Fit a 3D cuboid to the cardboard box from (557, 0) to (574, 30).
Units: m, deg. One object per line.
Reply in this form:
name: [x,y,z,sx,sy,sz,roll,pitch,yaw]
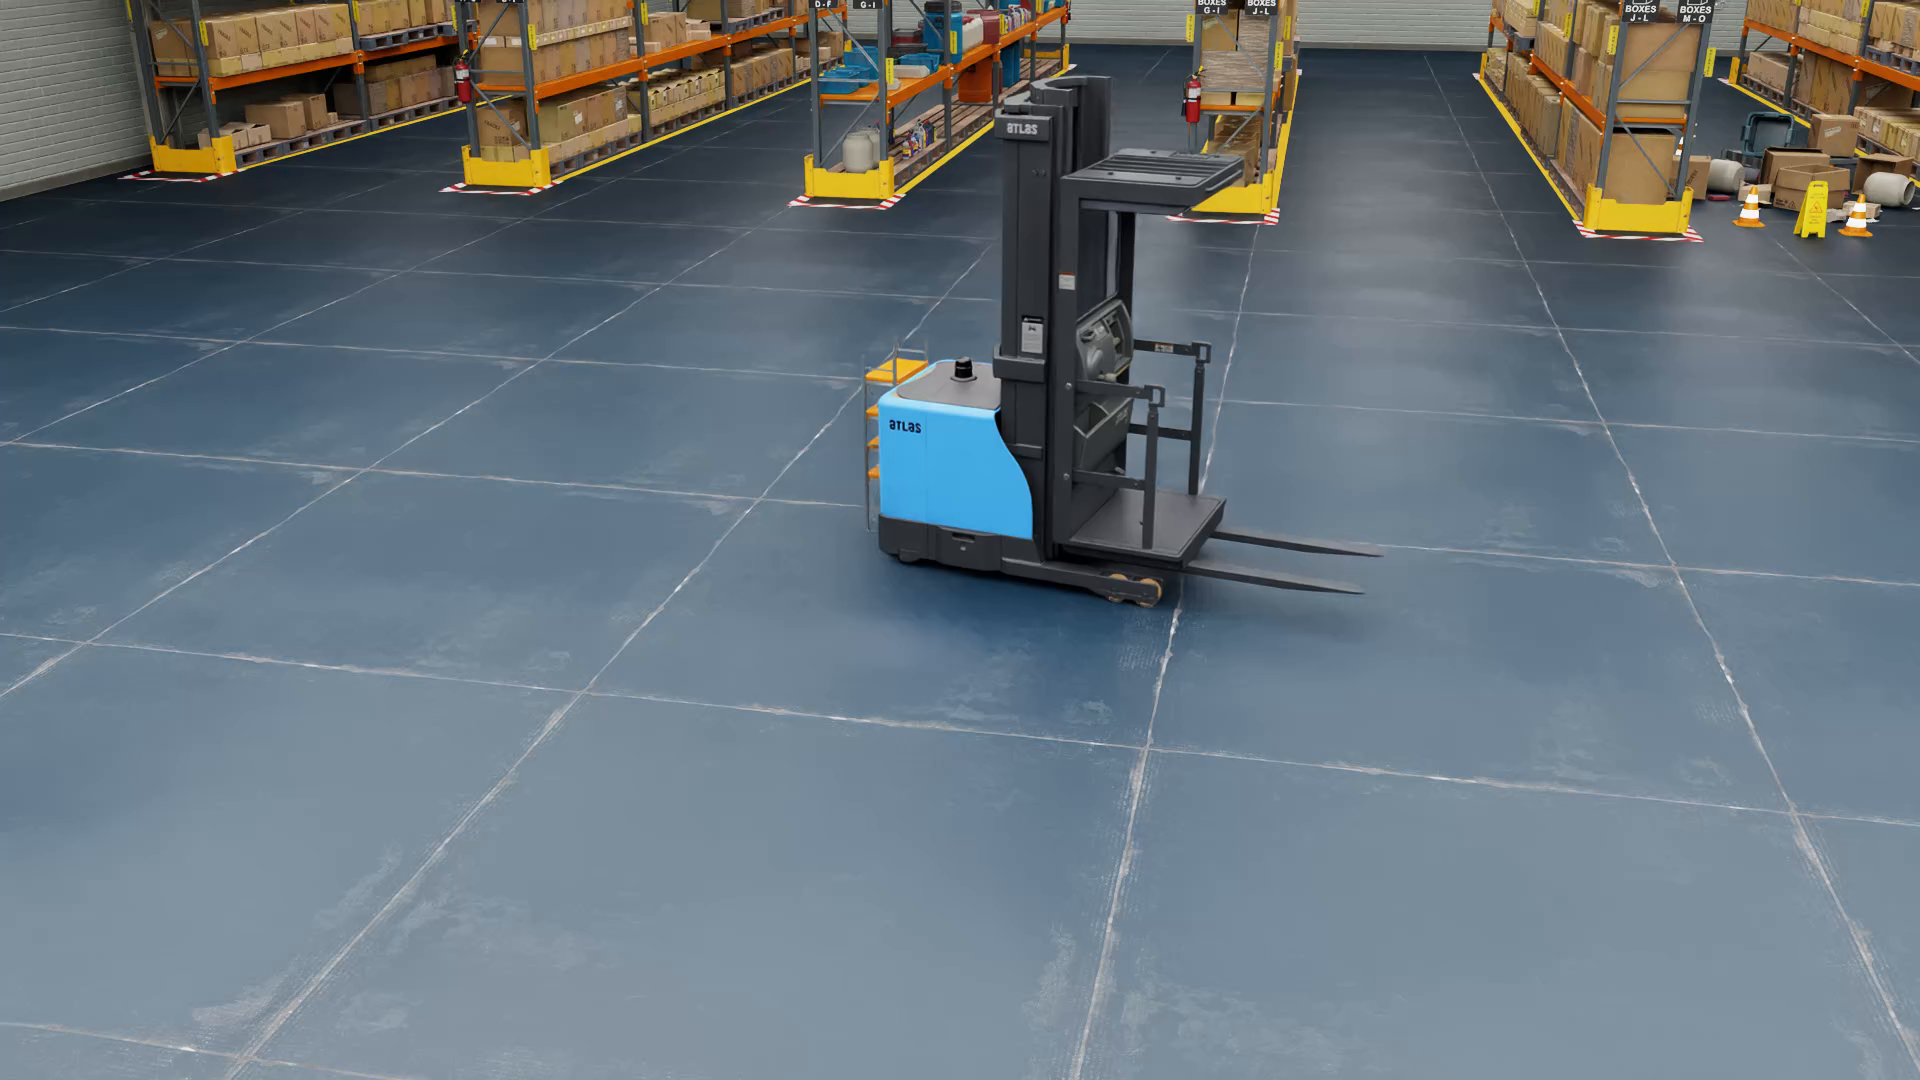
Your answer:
cardboard box: [-5.976,-7.589,23.811,0.700,0.500,0.500,5,22,11]

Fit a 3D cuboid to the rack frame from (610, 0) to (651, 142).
rack frame: [-5.483,-7.837,26.298,1.000,3.000,0.127,4,22,11]

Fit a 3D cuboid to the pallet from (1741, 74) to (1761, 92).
pallet: [16.278,-9.122,33.221,1.003,0.211,1.213,4,22,11]

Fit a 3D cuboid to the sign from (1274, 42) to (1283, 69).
sign: [3.929,-5.978,20.523,0.100,0.325,0.005,4,22,11]

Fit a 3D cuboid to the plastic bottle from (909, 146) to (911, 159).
plastic bottle: [-0.754,-5.579,23.847,0.097,0.201,0.097,0,22,0]

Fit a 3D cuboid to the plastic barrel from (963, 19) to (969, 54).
plastic barrel: [-0.075,-8.123,26.825,0.433,0.535,0.433,0,22,0]

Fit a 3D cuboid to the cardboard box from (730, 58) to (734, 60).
cardboard box: [-4.600,-8.894,31.679,0.500,0.500,0.500,4,22,9]

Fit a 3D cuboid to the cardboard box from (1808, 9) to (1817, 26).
cardboard box: [15.104,-9.081,28.918,0.500,0.250,0.500,5,22,12]

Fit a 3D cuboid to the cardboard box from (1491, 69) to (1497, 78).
cardboard box: [10.806,-9.296,33.174,0.380,0.149,0.250,3,22,8]

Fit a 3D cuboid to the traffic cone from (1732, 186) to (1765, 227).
traffic cone: [9.732,-4.112,20.444,0.336,0.463,0.334,4,22,11]

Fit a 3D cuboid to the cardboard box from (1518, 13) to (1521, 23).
cardboard box: [9.676,-8.846,28.178,0.380,0.149,0.250,5,22,11]

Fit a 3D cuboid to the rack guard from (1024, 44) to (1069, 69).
rack guard: [1.806,-10.697,36.745,1.175,0.500,0.348,4,22,11]

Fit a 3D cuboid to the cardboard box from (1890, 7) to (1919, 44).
cardboard box: [14.212,-7.635,24.701,0.500,0.500,0.500,5,22,12]

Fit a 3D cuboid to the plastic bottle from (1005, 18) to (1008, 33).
plastic bottle: [0.826,-9.373,30.285,0.097,0.271,0.097,0,22,0]

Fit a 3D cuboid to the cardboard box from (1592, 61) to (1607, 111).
cardboard box: [8.355,-5.614,20.578,0.875,0.550,0.550,4,22,11]

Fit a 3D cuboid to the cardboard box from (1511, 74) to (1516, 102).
cardboard box: [10.071,-7.990,29.462,0.500,0.500,0.500,5,22,12]

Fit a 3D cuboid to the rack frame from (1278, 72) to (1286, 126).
rack frame: [5.031,-8.544,28.052,1.000,3.000,0.127,4,22,11]

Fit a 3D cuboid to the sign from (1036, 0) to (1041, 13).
sign: [1.536,-10.470,32.464,0.100,0.325,0.005,4,22,11]

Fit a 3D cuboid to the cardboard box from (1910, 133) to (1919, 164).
cardboard box: [14.021,-5.493,23.433,0.950,0.372,0.625,5,22,12]

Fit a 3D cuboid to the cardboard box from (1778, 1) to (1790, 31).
cardboard box: [15.492,-9.675,30.728,0.500,0.500,0.500,4,22,10]

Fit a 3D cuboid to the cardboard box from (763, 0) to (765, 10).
cardboard box: [-4.244,-10.592,32.441,0.700,0.500,0.500,8,23,19]

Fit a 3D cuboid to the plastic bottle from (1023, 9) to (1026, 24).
plastic bottle: [1.232,-10.073,32.006,0.061,0.283,0.133,4,22,11]

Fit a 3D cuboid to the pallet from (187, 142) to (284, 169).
pallet: [-10.933,-5.779,24.921,1.003,0.211,1.213,4,22,11]

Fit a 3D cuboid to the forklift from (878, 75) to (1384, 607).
forklift: [1.049,-1.186,9.875,3.031,2.935,1.130,9,24,21]

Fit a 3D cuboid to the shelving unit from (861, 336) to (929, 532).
shelving unit: [-0.415,-0.685,10.947,0.258,1.200,0.503,9,24,21]

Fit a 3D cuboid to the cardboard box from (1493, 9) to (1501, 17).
cardboard box: [10.992,-10.654,33.628,0.380,0.149,0.250,4,22,9]

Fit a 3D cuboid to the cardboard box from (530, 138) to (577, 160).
cardboard box: [-5.873,-5.656,24.001,0.500,0.250,0.500,4,22,11]

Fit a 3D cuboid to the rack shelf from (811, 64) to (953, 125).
rack shelf: [-1.042,-6.393,23.675,1.077,0.370,4.000,4,22,11]

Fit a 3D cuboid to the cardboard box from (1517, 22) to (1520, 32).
cardboard box: [9.675,-8.698,28.209,0.380,0.149,0.250,4,22,10]

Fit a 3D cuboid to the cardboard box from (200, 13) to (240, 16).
cardboard box: [-11.047,-7.600,24.878,0.500,0.500,0.500,4,22,9]

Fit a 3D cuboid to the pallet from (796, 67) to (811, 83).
pallet: [-3.709,-9.721,34.707,1.003,0.211,1.213,4,22,11]

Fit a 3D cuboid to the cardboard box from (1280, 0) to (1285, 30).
cardboard box: [4.083,-6.995,22.336,0.500,0.500,0.500,4,22,11]

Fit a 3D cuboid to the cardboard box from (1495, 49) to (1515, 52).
cardboard box: [11.120,-9.927,33.944,0.380,0.149,0.250,5,22,12]

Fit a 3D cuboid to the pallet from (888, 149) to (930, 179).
pallet: [-1.059,-5.475,24.165,1.003,0.211,1.213,4,22,11]

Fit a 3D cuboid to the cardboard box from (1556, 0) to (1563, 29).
cardboard box: [9.560,-8.102,25.484,0.700,0.500,0.500,4,22,10]

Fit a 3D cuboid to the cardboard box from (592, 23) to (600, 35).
cardboard box: [-5.589,-7.604,24.718,0.380,0.149,0.250,5,22,12]

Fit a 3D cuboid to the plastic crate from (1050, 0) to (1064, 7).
plastic crate: [1.929,-11.754,35.897,0.616,0.435,0.499,4,22,11]

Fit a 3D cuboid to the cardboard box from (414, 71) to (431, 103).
cardboard box: [-9.905,-8.090,29.683,0.700,0.500,0.500,4,22,11]

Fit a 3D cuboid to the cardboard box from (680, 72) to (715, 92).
cardboard box: [-4.632,-8.079,29.265,0.500,0.311,0.500,4,22,10]

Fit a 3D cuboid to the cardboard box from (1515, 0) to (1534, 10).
cardboard box: [9.837,-9.265,28.821,0.380,0.149,0.250,5,23,13]

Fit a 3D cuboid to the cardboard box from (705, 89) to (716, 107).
cardboard box: [-4.637,-7.820,29.373,0.500,0.250,0.500,4,22,10]

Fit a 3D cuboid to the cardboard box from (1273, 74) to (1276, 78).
cardboard box: [4.138,-6.316,22.856,0.380,0.149,0.250,4,22,11]

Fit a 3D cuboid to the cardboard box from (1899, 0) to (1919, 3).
cardboard box: [15.072,-8.460,26.372,0.500,0.500,0.500,4,22,9]

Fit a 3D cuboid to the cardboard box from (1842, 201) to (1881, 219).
cardboard box: [11.390,-4.173,21.016,0.380,0.149,0.250,18,28,38]

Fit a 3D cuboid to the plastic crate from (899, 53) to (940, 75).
plastic crate: [-0.594,-6.964,24.329,0.499,0.251,0.616,4,22,11]

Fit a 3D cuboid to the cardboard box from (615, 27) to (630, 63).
cardboard box: [-5.567,-7.721,25.875,0.700,0.500,0.500,4,22,10]

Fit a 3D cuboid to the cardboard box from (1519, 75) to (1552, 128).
cardboard box: [9.653,-7.064,26.827,1.050,0.750,0.750,4,22,10]

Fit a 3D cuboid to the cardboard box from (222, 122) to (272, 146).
cardboard box: [-10.804,-6.162,25.149,0.500,0.311,0.500,6,23,15]

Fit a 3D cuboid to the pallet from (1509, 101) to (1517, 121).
pallet: [10.278,-7.566,29.356,1.003,0.211,1.213,4,22,11]

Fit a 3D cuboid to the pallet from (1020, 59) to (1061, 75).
pallet: [1.608,-10.255,36.034,1.003,0.211,1.213,4,22,11]
